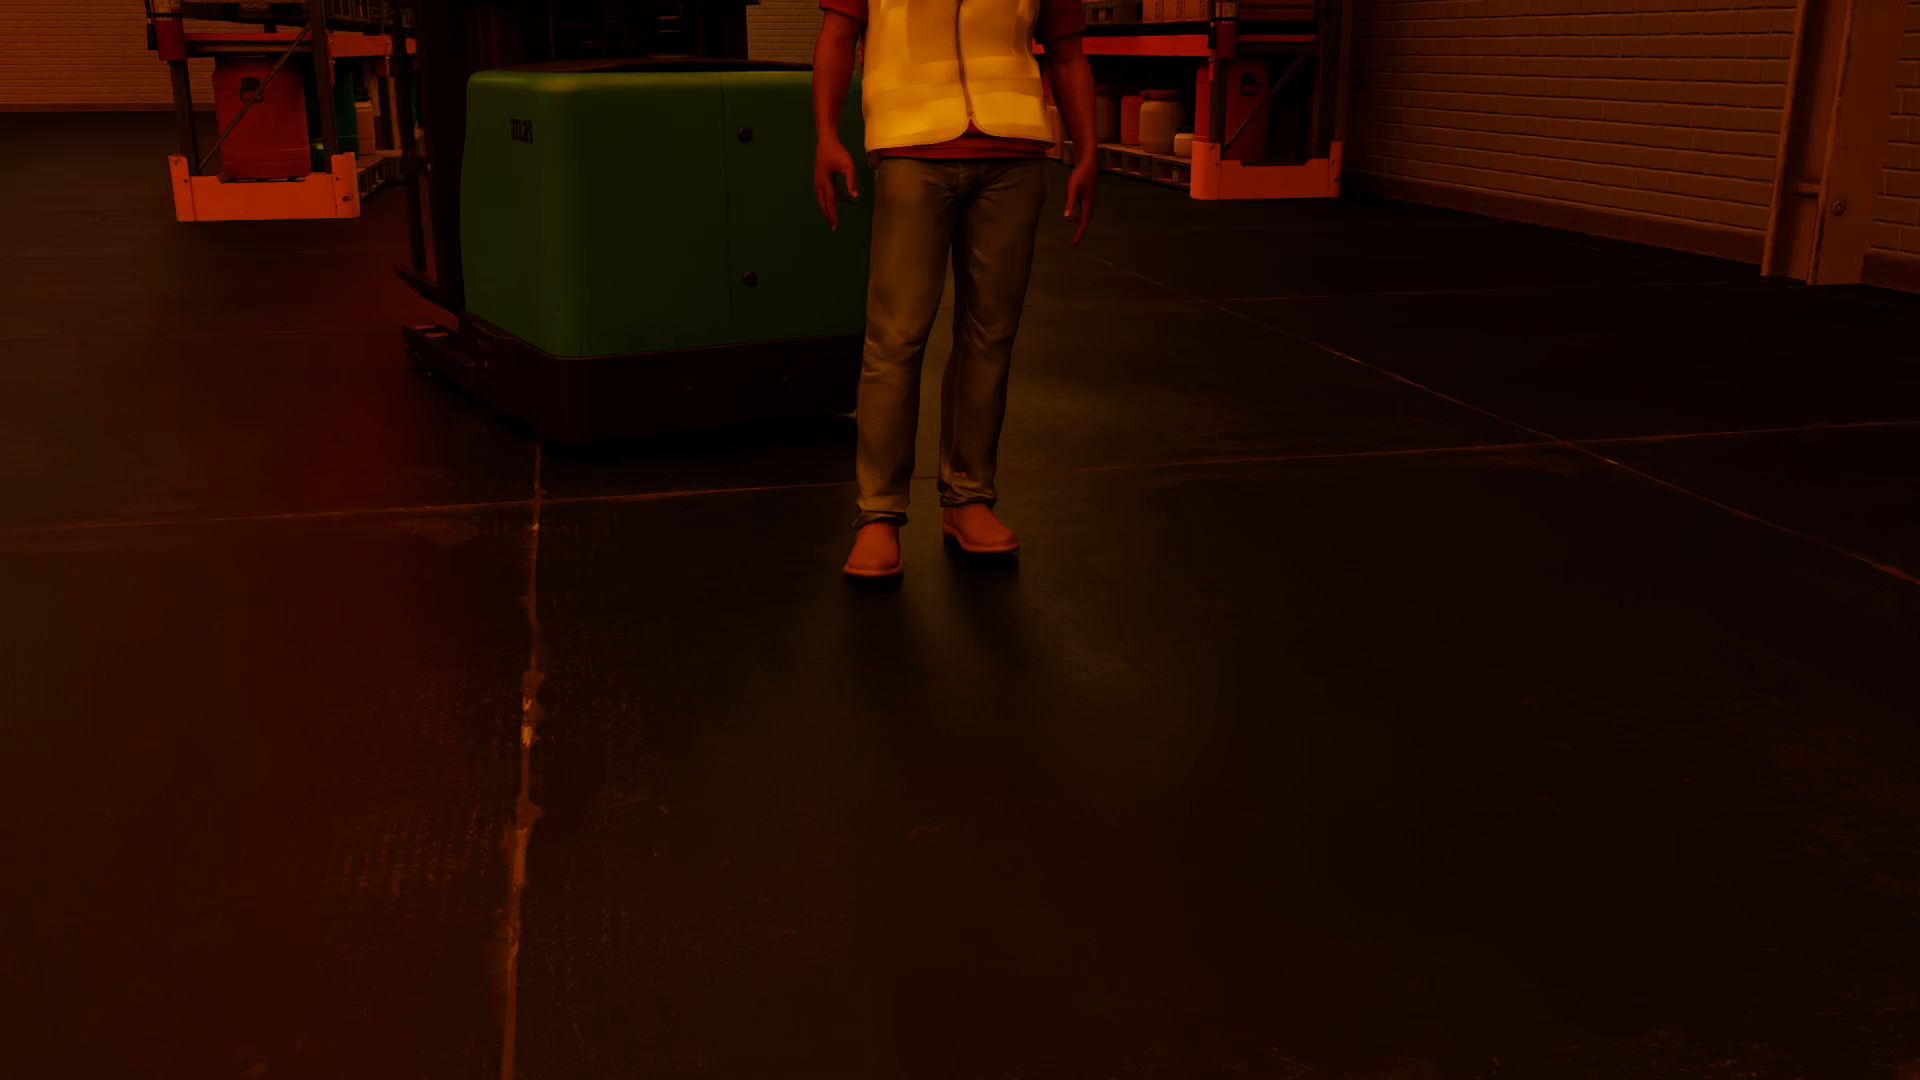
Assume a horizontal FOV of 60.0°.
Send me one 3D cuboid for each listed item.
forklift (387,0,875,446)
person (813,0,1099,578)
[{"bbox_3d":[-1.407,-2.047,5.762,1.130,2.935,3.031,-9,19,-28],"label":"forklift"},{"bbox_3d":[0.009,-0.834,3.696,0.665,1.765,0.577,-4,17,-12],"label":"person"}]
